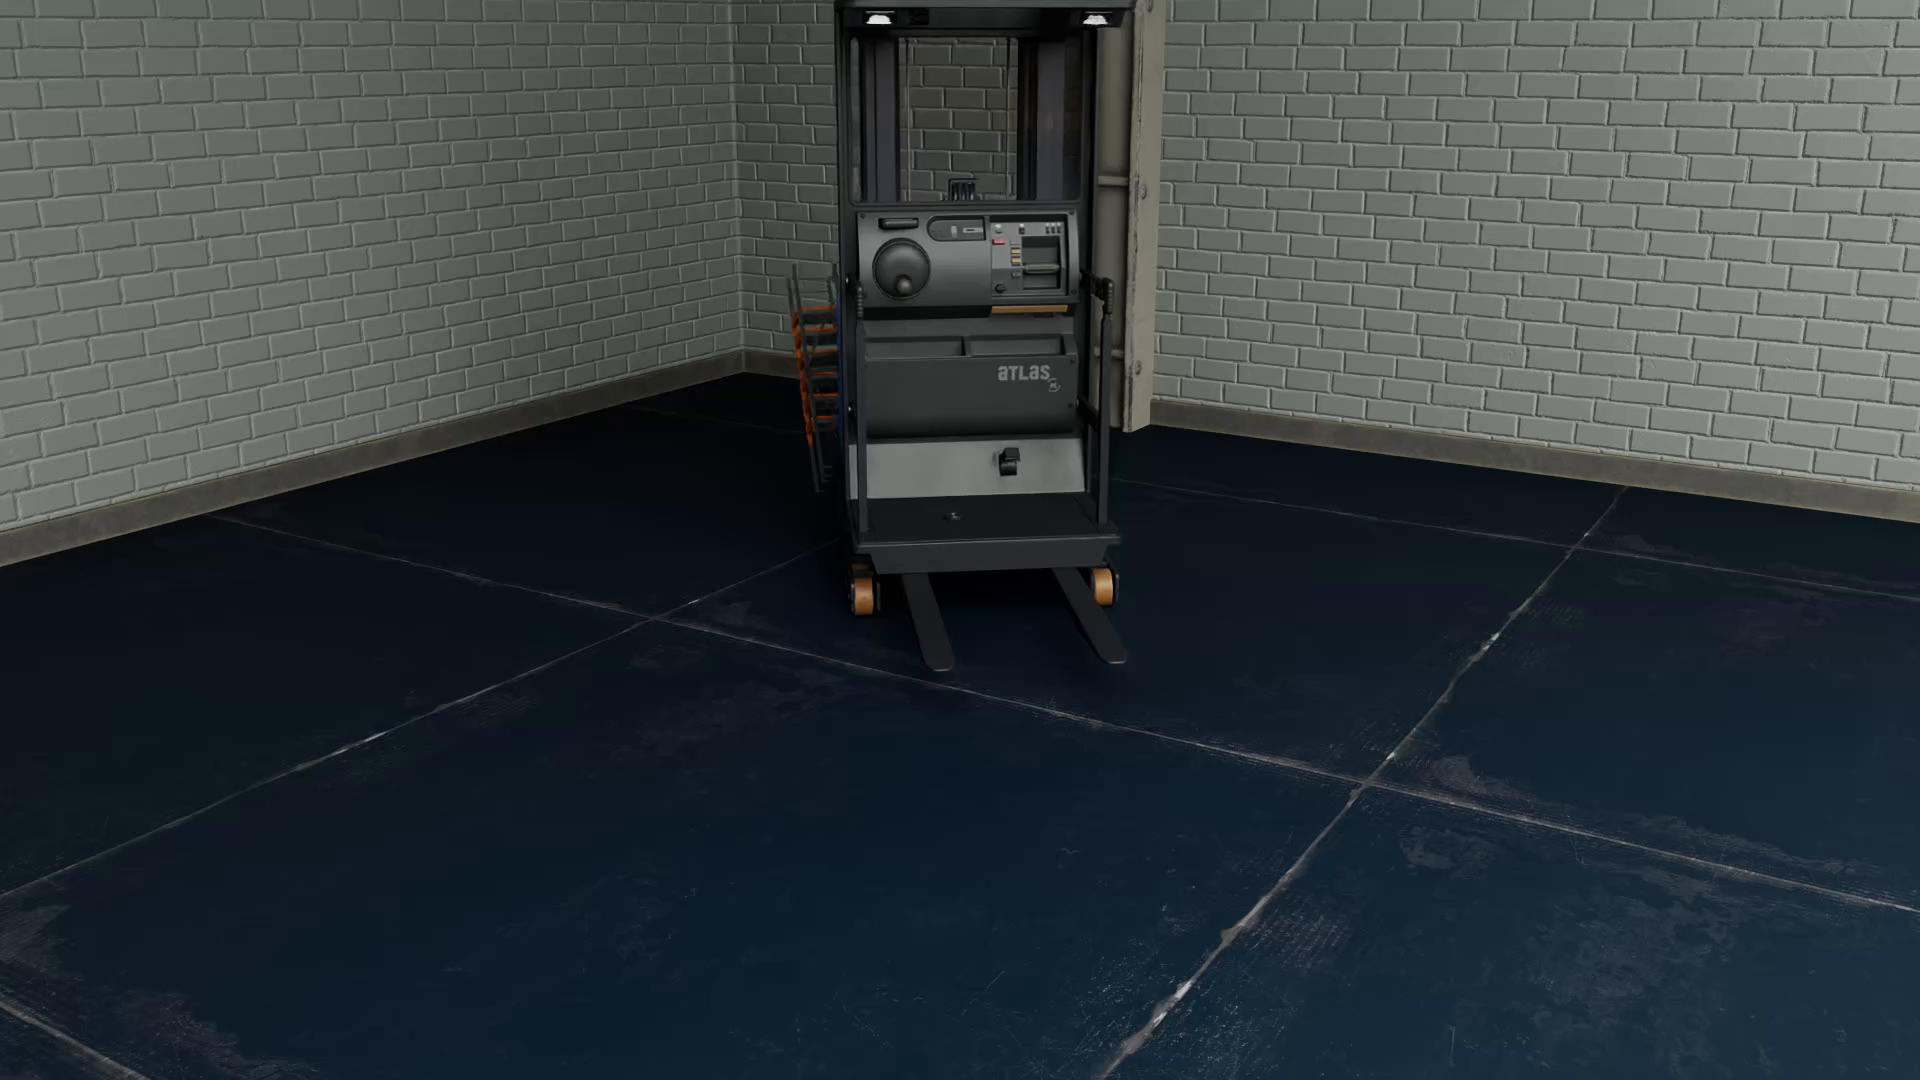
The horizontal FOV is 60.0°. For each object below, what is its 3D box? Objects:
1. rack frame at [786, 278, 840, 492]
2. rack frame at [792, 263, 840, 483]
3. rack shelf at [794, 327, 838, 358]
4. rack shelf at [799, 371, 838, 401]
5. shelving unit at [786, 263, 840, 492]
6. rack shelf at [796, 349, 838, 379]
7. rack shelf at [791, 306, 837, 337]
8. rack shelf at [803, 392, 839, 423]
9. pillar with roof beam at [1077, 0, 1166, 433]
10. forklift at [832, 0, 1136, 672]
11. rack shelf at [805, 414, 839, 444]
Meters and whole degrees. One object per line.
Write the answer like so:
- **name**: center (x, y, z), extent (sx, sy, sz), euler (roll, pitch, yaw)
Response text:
- **rack frame**: center (-0.731, -0.838, 8.856), extent (0.240, 1.200, 0.006), euler (-5, -13, -16)
- **rack frame**: center (-0.685, -0.884, 8.685), extent (0.240, 1.200, 0.006), euler (-5, -13, -16)
- **rack shelf**: center (-0.737, -1.050, 8.814), extent (0.258, 0.103, 0.180), euler (-5, -13, -16)
- **rack shelf**: center (-0.701, -0.818, 8.761), extent (0.258, 0.103, 0.180), euler (-5, -13, -16)
- **shelving unit**: center (-0.708, -0.861, 8.771), extent (0.258, 1.200, 0.189), euler (-5, -13, -16)
- **rack shelf**: center (-0.719, -0.934, 8.787), extent (0.258, 0.103, 0.180), euler (-5, -13, -16)
- **rack shelf**: center (-0.755, -1.165, 8.840), extent (0.258, 0.103, 0.180), euler (-5, -13, -16)
- **rack shelf**: center (-0.683, -0.702, 8.735), extent (0.258, 0.103, 0.180), euler (-5, -13, -16)
- **pillar with roof beam**: center (-1.318, -3.953, 5.413), extent (0.400, 9.000, 9.100), euler (10, 20, 30)
- **forklift**: center (0.064, -1.194, 6.768), extent (1.130, 2.935, 3.031), euler (-2, 17, -6)
- **rack shelf**: center (-0.665, -0.587, 8.709), extent (0.258, 0.103, 0.180), euler (-5, -13, -16)
